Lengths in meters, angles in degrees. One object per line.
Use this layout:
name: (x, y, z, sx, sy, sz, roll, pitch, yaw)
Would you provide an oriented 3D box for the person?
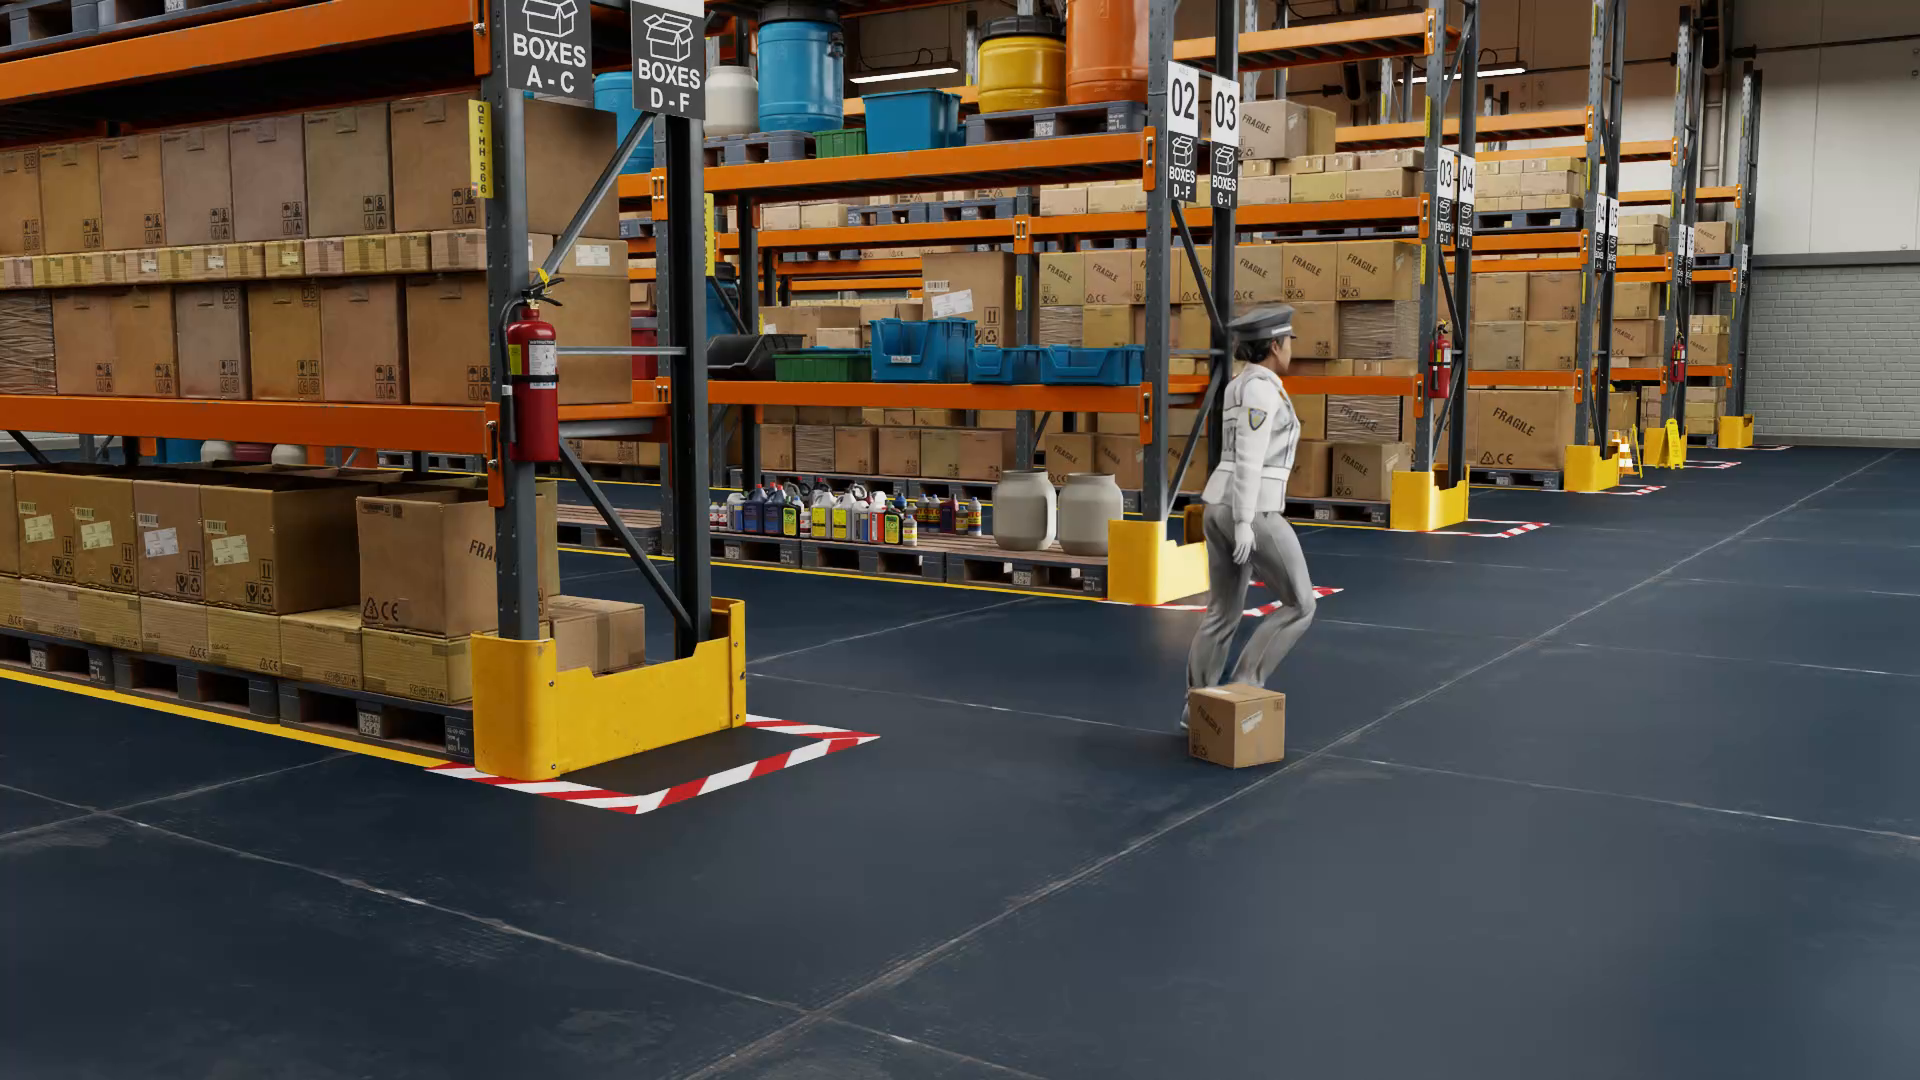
person: (1.103, -0.077, 6.458, 0.483, 1.660, 0.509, -1, 7, -10)
